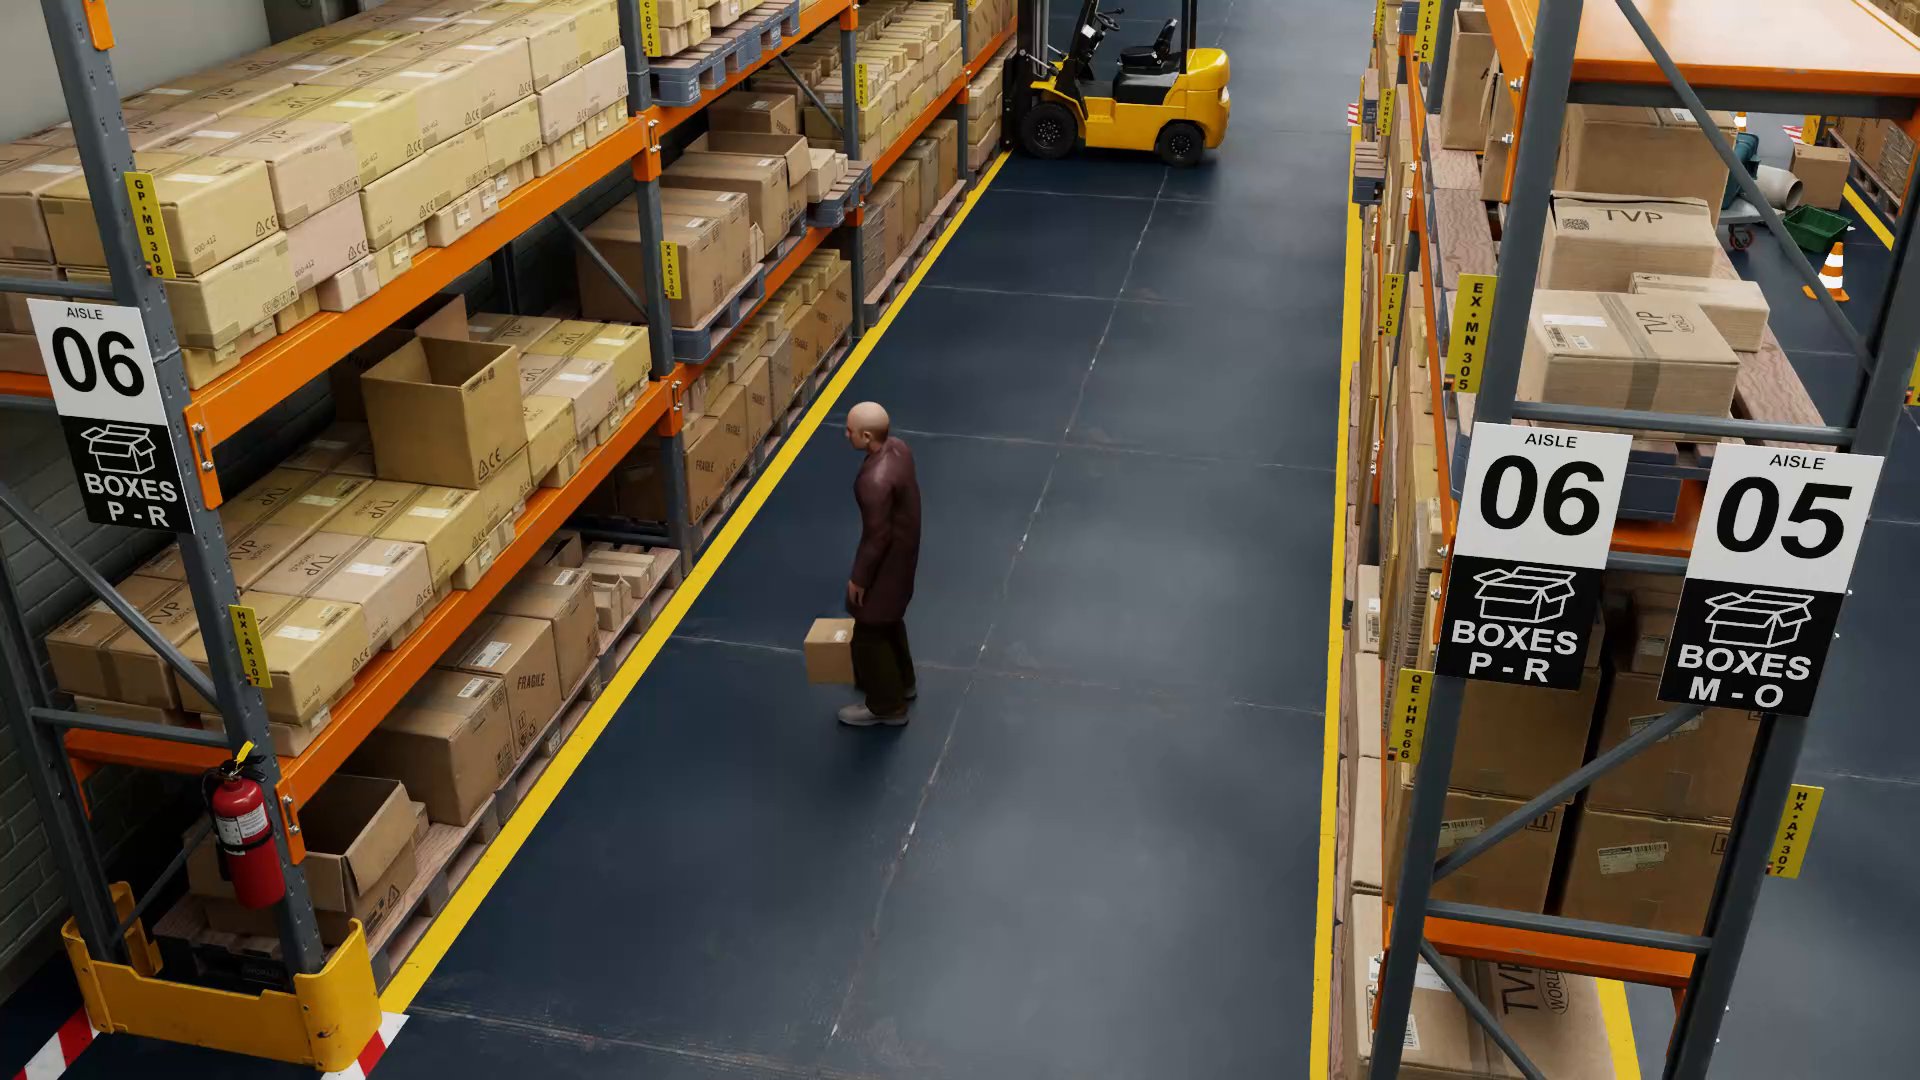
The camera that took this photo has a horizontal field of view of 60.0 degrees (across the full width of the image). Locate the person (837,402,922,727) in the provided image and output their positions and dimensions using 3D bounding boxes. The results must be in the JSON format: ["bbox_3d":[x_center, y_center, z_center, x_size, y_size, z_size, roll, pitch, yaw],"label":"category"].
[{"bbox_3d":[-0.408,0.118,8.421,0.425,1.775,0.601,5,29,9],"label":"person"}]
